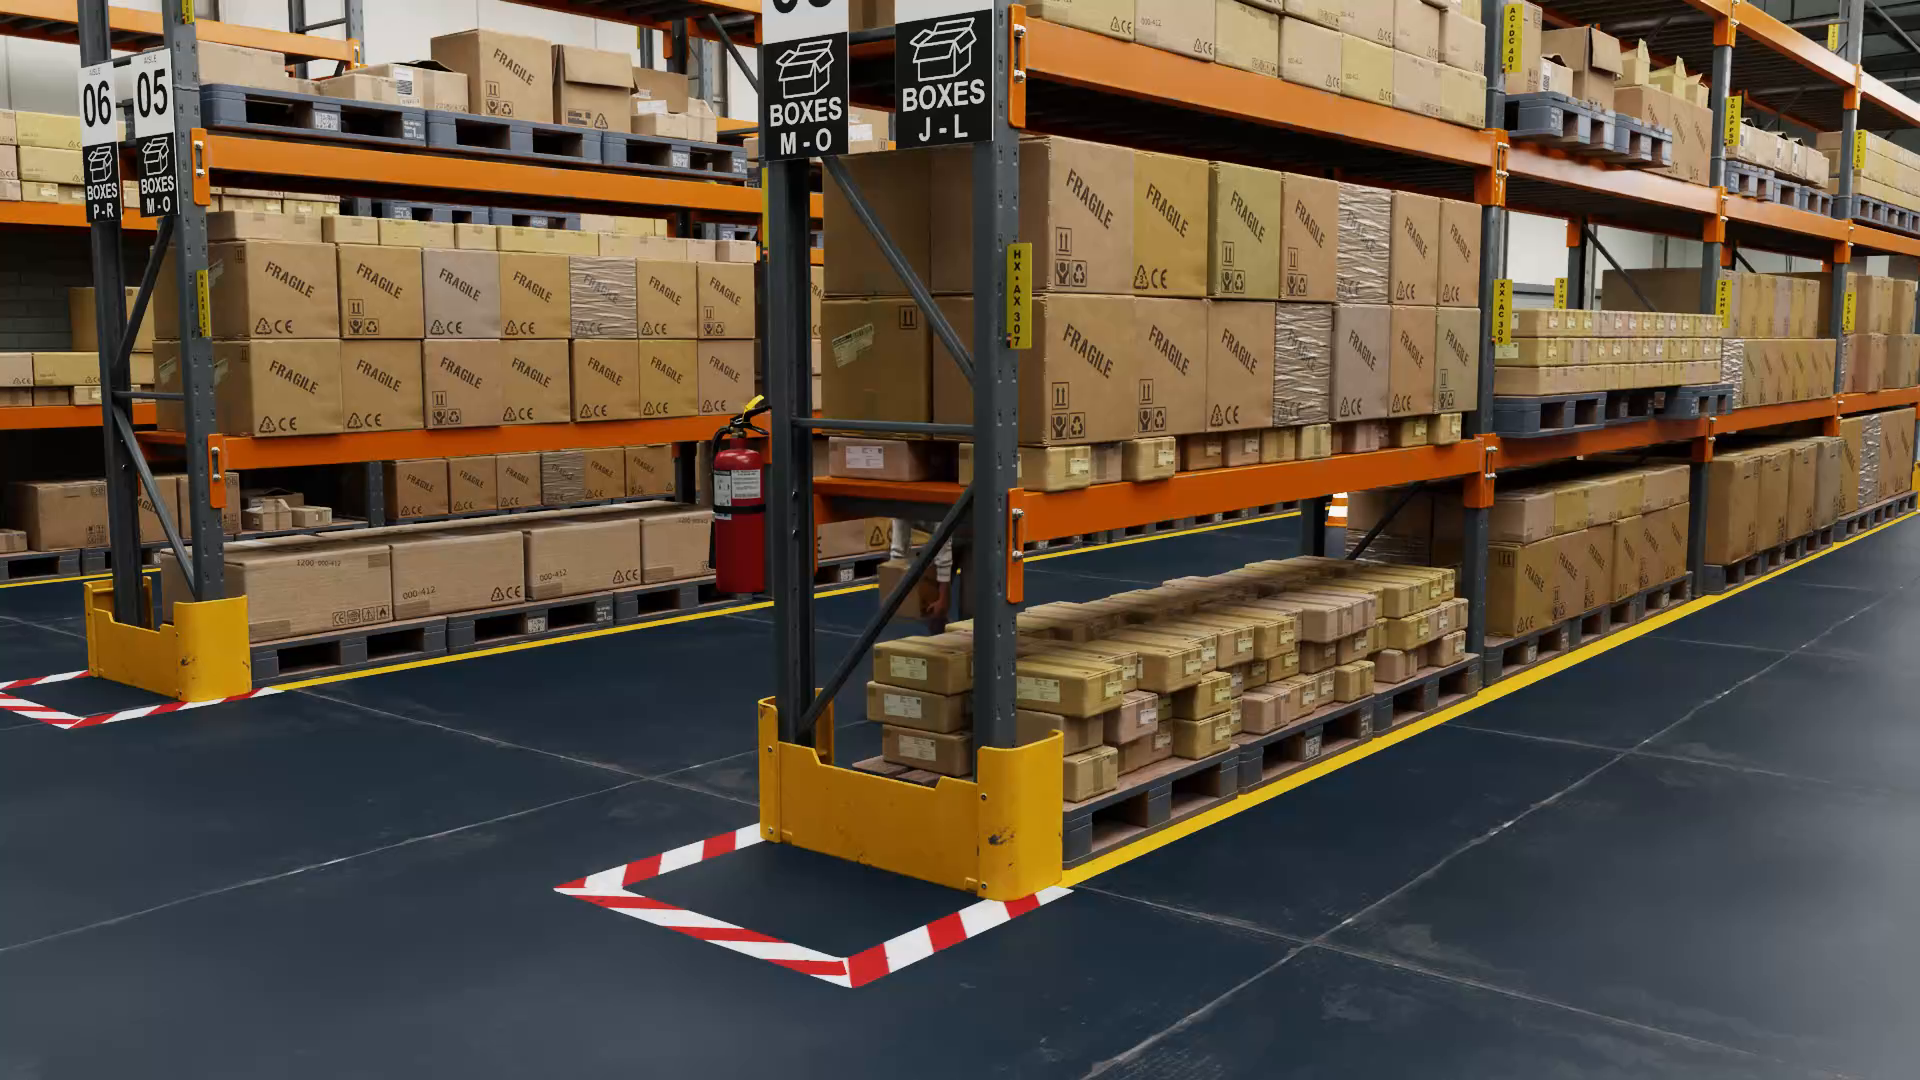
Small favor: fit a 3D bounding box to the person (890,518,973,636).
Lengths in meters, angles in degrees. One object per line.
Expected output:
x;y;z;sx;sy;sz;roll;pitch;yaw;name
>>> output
-0.129;0.199;8.191;0.380;1.248;0.810;5;9;36;person
